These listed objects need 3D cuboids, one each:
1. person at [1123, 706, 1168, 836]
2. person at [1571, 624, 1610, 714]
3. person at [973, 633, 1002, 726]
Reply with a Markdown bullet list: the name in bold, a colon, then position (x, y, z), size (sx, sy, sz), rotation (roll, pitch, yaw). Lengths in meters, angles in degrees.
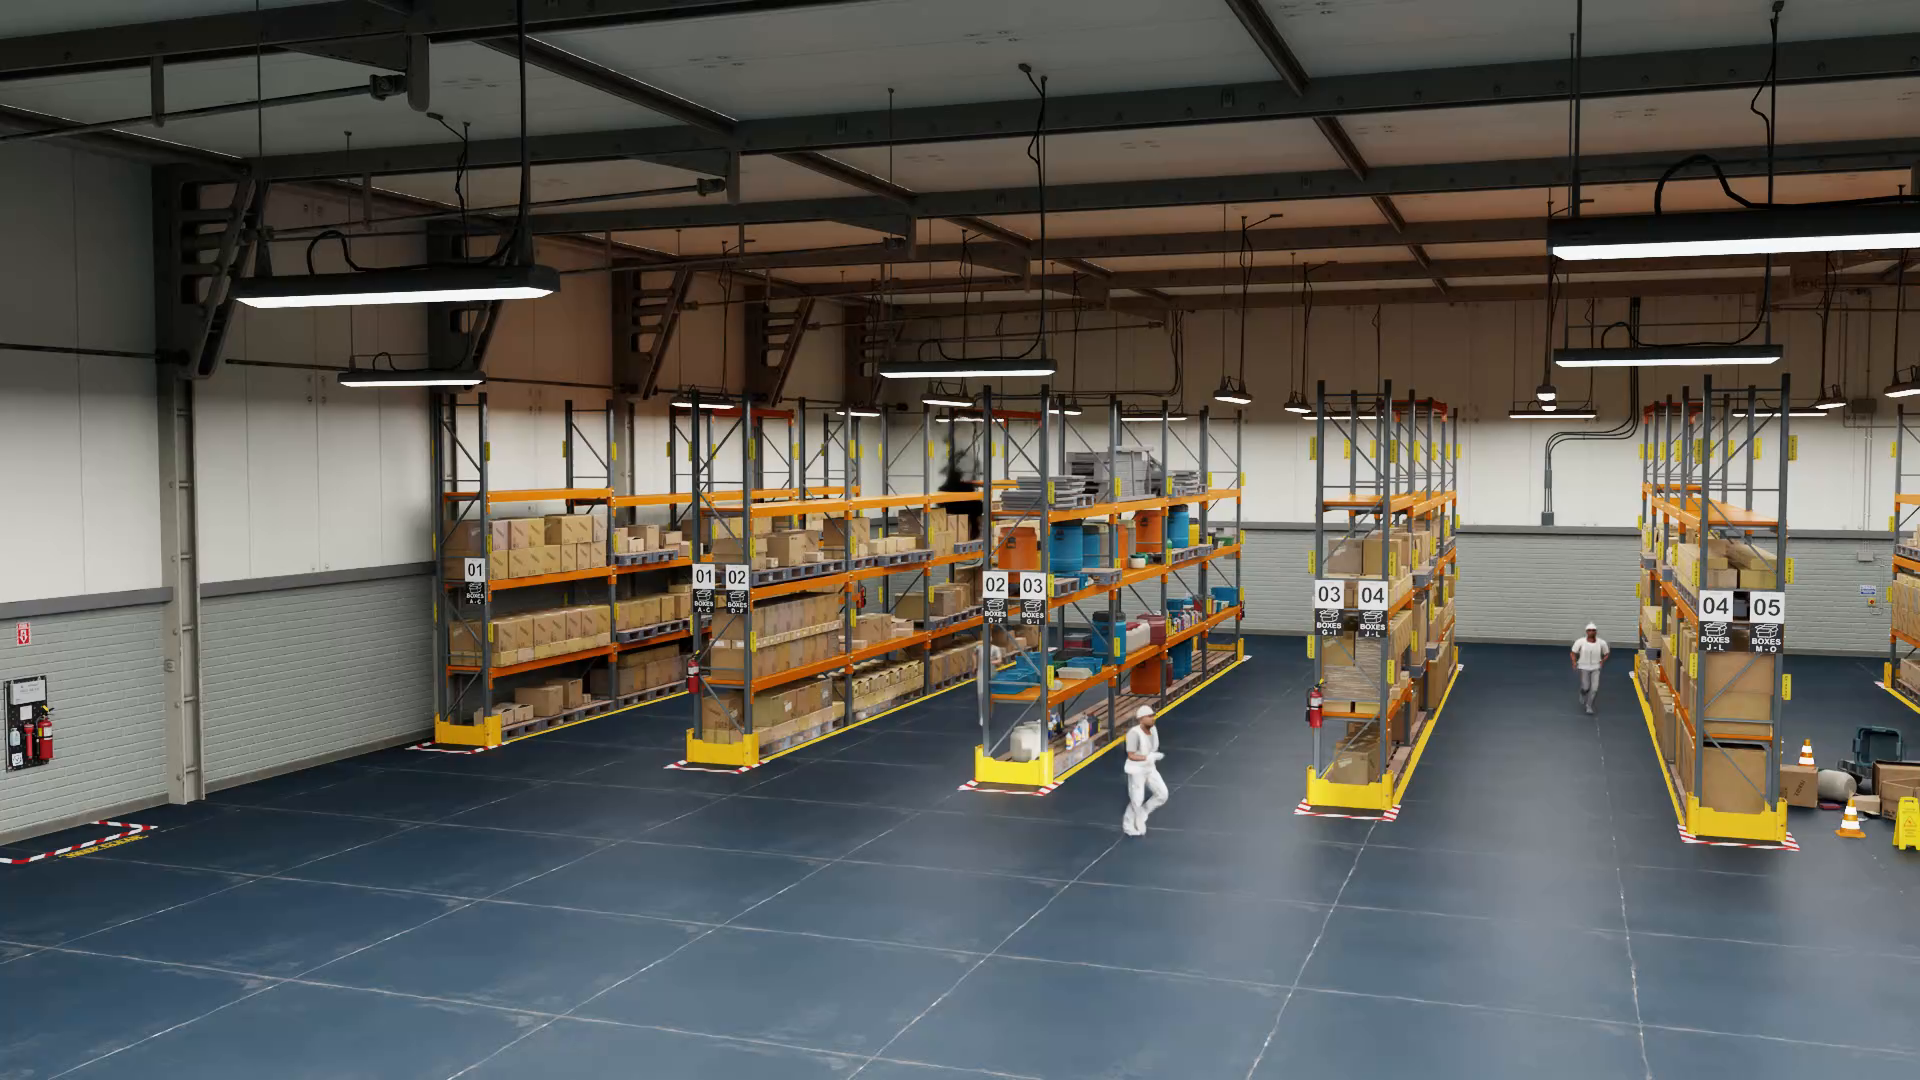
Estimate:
- **person**: position (2.385, 2.976, 21.364), size (0.727, 1.724, 0.758), rotation (-3, 4, -44)
- **person**: position (12.043, 2.454, 31.760), size (0.701, 1.716, 0.587), rotation (1, 3, 15)
- **person**: position (0.498, 2.518, 30.610), size (0.555, 1.704, 0.806), rotation (0, 3, 4)
